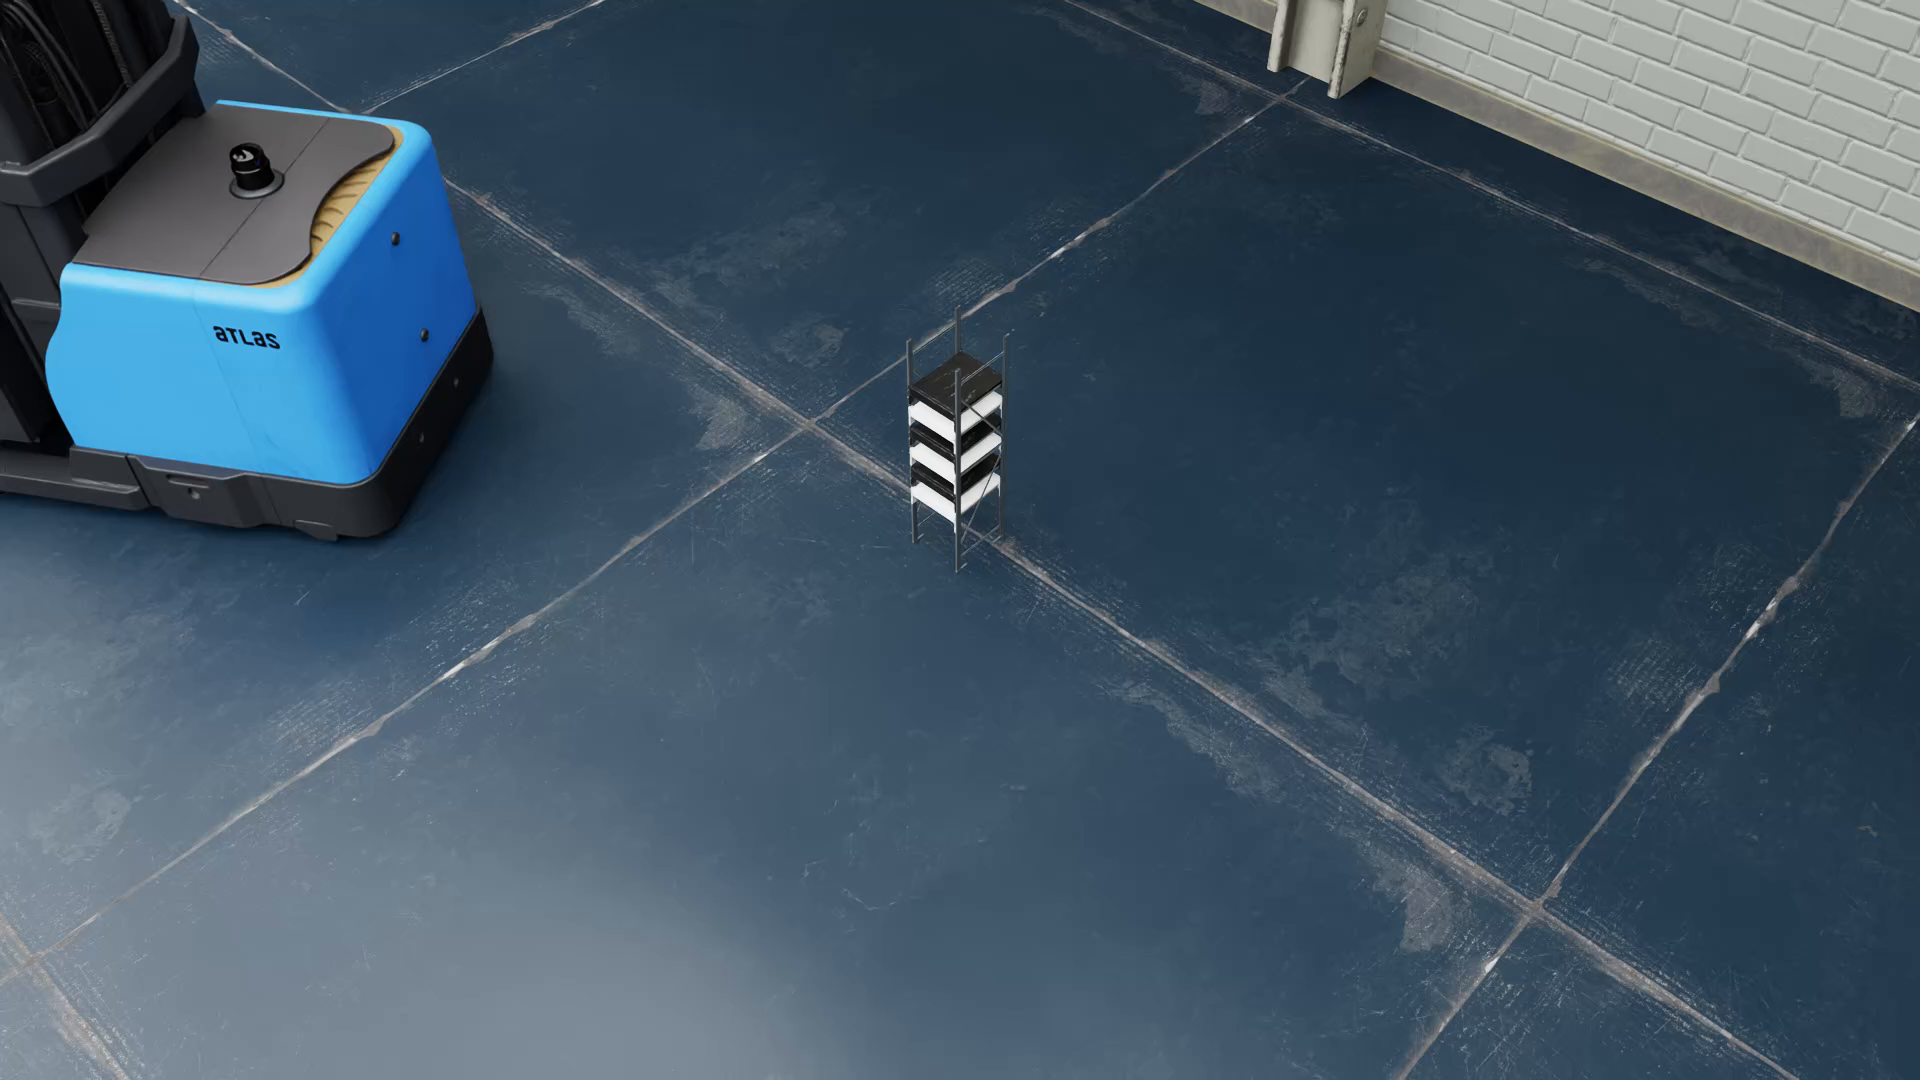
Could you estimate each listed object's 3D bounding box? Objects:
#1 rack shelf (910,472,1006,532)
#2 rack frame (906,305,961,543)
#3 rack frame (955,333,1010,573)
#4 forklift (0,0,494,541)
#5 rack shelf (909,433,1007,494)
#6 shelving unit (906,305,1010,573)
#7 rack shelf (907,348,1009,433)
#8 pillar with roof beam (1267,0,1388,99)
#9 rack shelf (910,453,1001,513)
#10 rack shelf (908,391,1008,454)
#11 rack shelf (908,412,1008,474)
[{"bbox_3d":[-0.006,-0.166,5.581,0.200,0.077,0.258,34,55,28],"label":"rack shelf"},{"bbox_3d":[-0.081,-0.362,5.473,0.006,0.900,0.240,34,55,28],"label":"rack frame"},{"bbox_3d":[0.069,-0.262,5.379,0.006,0.900,0.240,34,55,28],"label":"rack frame"},{"bbox_3d":[-3.334,-1.538,5.184,3.031,2.935,1.130,8,47,8],"label":"forklift"},{"bbox_3d":[-0.006,-0.289,5.450,0.200,0.077,0.258,34,55,28],"label":"rack shelf"},{"bbox_3d":[-0.006,-0.312,5.426,0.210,0.900,0.258,34,55,28],"label":"shelving unit"},{"bbox_3d":[-0.006,-0.474,5.253,0.200,0.077,0.258,34,55,28],"label":"rack shelf"},{"bbox_3d":[-1.226,-2.982,2.377,0.400,9.000,9.100,34,55,28],"label":"pillar with roof beam"},{"bbox_3d":[-0.006,-0.228,5.516,0.200,0.077,0.258,34,55,28],"label":"rack shelf"},{"bbox_3d":[-0.006,-0.412,5.319,0.200,0.077,0.258,34,55,28],"label":"rack shelf"},{"bbox_3d":[-0.006,-0.351,5.384,0.200,0.077,0.258,34,55,28],"label":"rack shelf"}]
